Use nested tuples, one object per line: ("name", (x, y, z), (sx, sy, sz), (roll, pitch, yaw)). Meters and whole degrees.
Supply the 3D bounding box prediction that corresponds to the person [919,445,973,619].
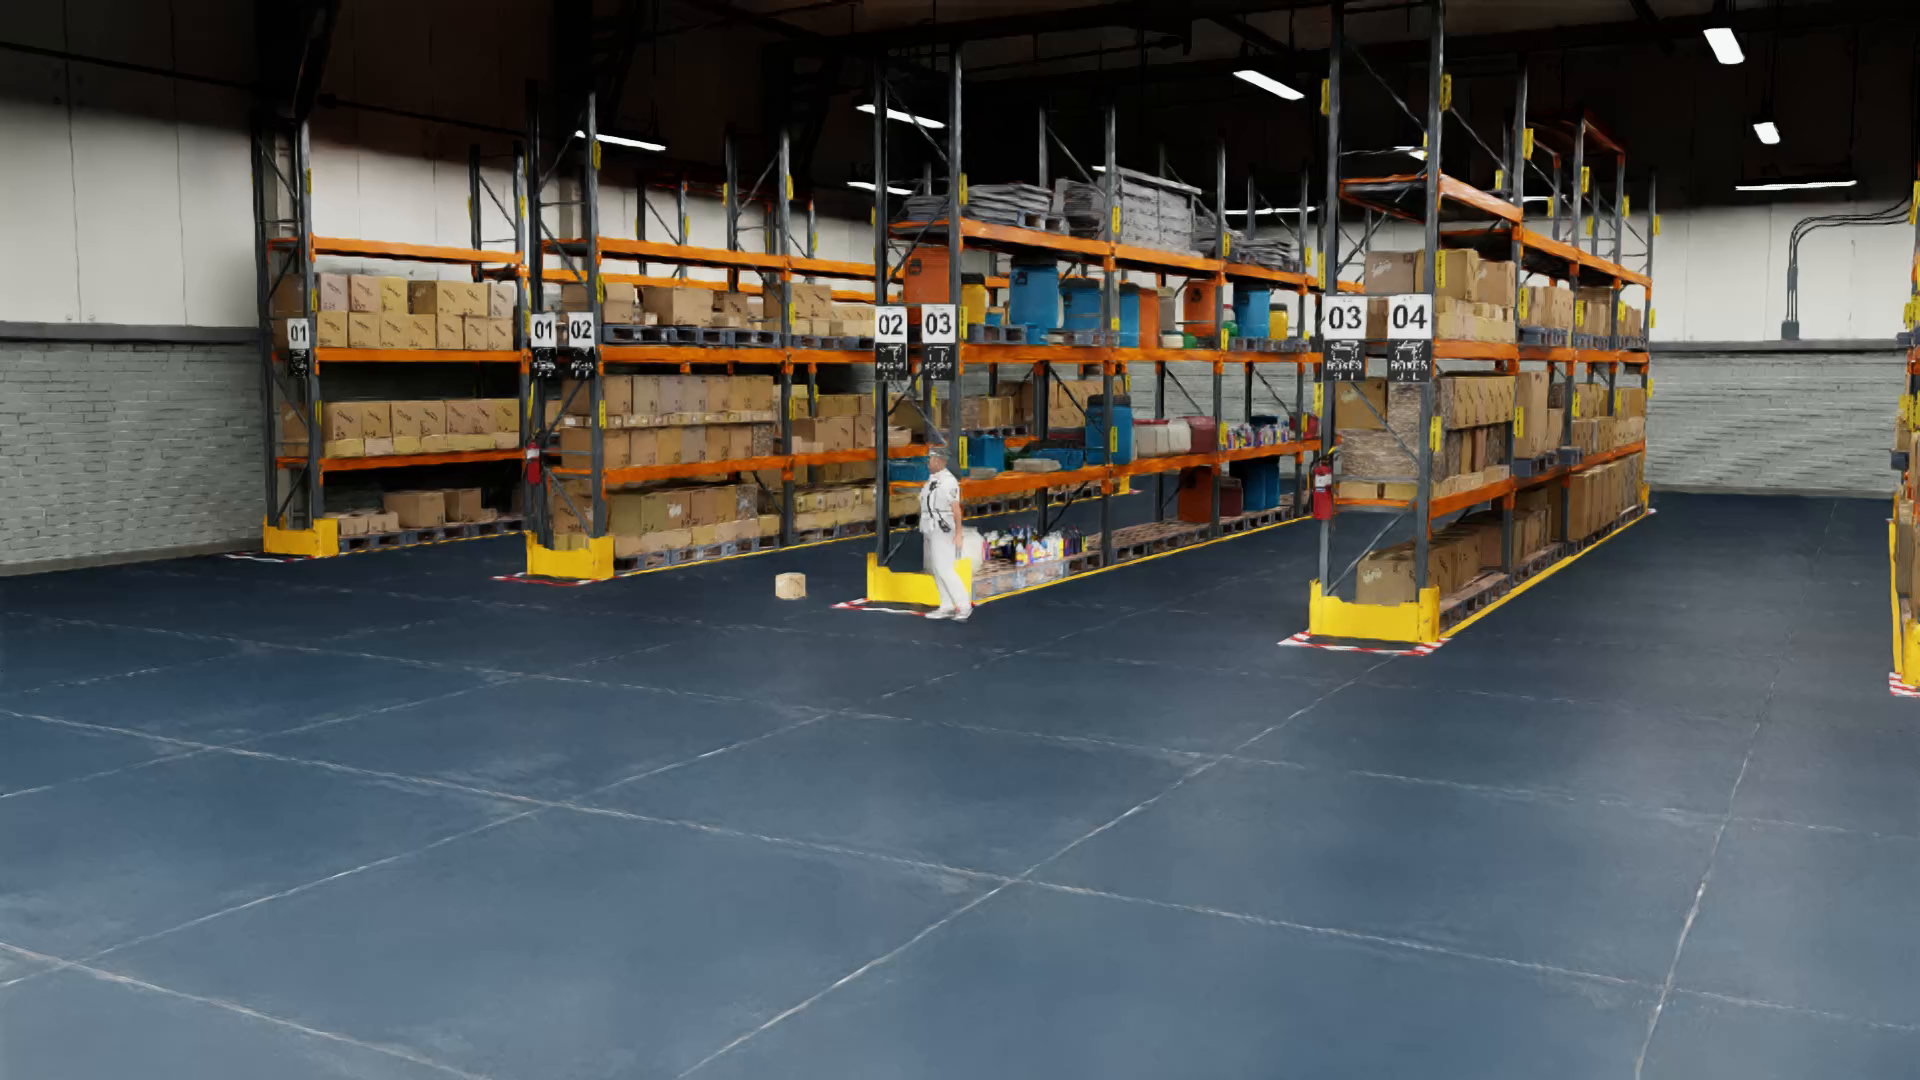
("person", (-0.147, -0.079, 16.775), (0.501, 1.754, 0.656), (-2, 6, -21))
